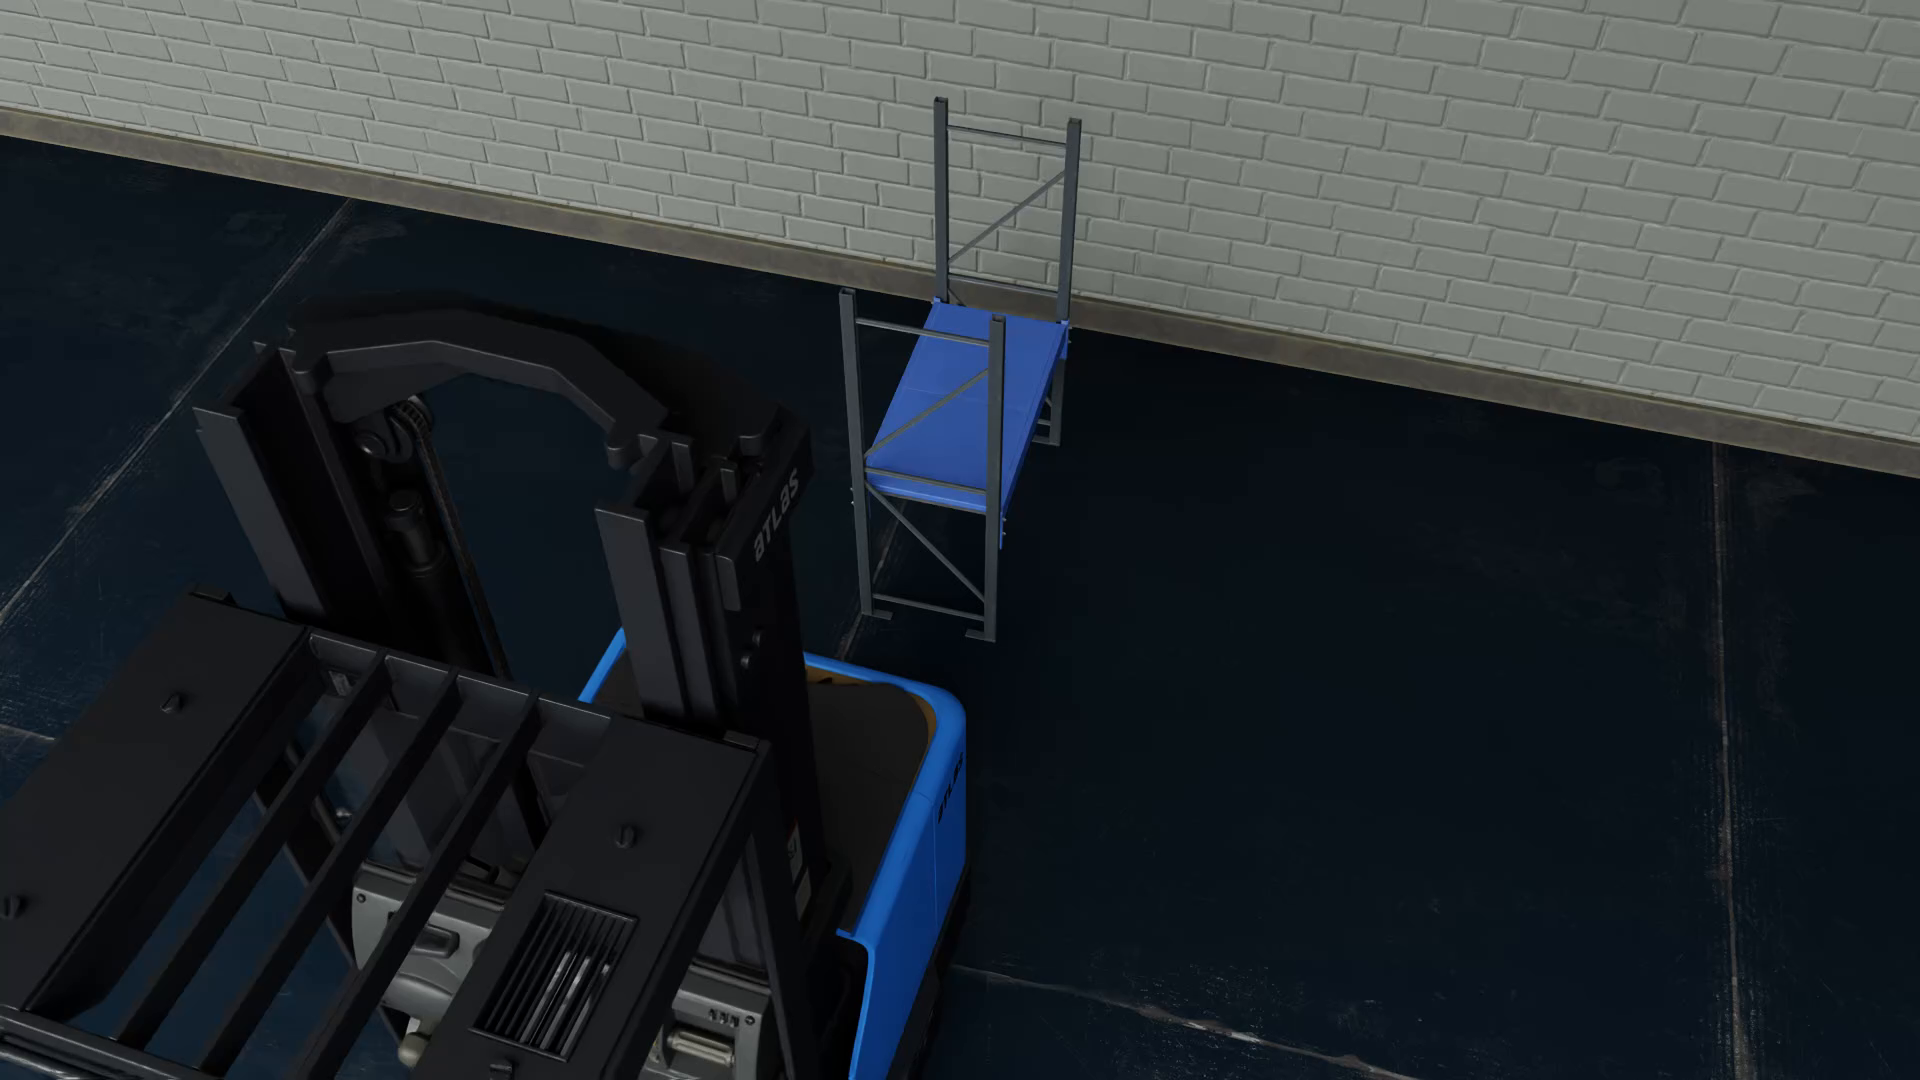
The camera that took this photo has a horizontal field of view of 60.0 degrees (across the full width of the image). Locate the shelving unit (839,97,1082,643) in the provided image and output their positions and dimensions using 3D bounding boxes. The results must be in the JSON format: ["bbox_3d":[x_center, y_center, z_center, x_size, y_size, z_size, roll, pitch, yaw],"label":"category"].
[{"bbox_3d":[0.022,-0.558,5.742,0.538,1.500,1.048,12,50,10],"label":"shelving unit"}]

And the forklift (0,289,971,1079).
[{"bbox_3d":[-0.908,1.093,3.331,1.130,2.935,3.031,14,50,12],"label":"forklift"}]

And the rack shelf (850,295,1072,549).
[{"bbox_3d":[0.022,-0.439,5.877,0.538,0.185,1.000,12,50,10],"label":"rack shelf"}]

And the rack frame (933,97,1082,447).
[{"bbox_3d":[0.156,-0.926,6.067,0.500,1.500,0.032,12,50,10],"label":"rack frame"}]

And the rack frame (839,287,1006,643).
[{"bbox_3d":[-0.111,-0.190,5.418,0.500,1.500,0.032,12,50,10],"label":"rack frame"}]
